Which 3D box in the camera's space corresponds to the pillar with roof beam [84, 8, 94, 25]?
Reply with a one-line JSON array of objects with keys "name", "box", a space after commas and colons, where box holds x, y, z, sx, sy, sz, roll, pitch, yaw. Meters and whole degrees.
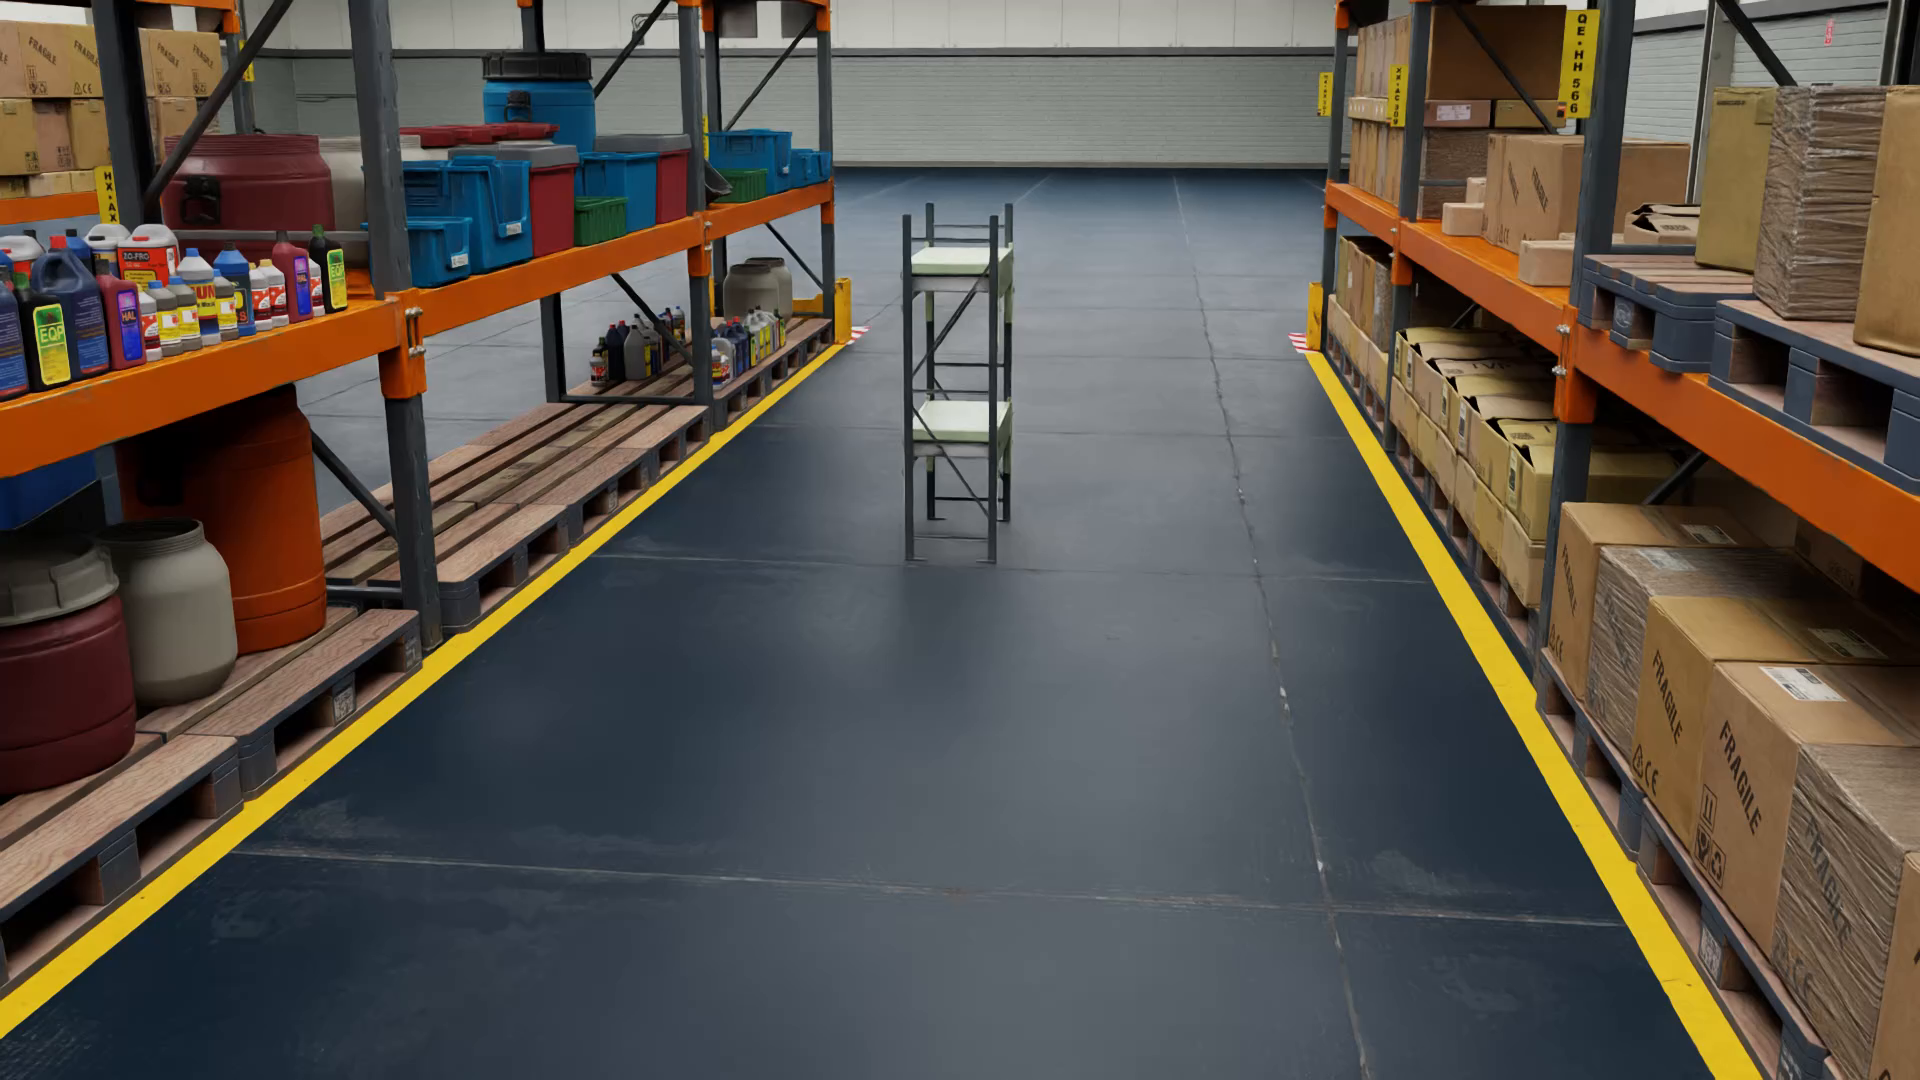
[{"name": "pillar with roof beam", "box": [-15.224, -12.557, 36.861, 9.100, 9.000, 0.400, 2, 15, 6]}]

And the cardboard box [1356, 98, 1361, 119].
[{"name": "cardboard box", "box": [3.071, -3.120, 12.020, 0.380, 0.149, 0.250, 2, 15, 6]}]

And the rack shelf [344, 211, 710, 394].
[{"name": "rack shelf", "box": [-2.212, -1.231, 7.845, 1.077, 0.370, 4.000, 2, 15, 6]}]

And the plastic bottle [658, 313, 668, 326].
[{"name": "plastic bottle", "box": [-2.099, -1.454, 11.675, 0.097, 0.271, 0.097, 0, 15, 0]}]

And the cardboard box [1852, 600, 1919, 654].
[{"name": "cardboard box", "box": [2.552, 0.466, 4.140, 0.500, 0.500, 0.500, 1, 15, 4]}]

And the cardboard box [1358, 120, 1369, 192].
[{"name": "cardboard box", "box": [3.266, -2.779, 11.999, 0.700, 0.500, 0.500, 2, 15, 8]}]

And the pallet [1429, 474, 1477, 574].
[{"name": "pallet", "box": [2.755, -0.094, 7.606, 1.003, 0.211, 1.213, 2, 15, 6]}]

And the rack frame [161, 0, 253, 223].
[{"name": "rack frame", "box": [-6.457, -3.280, 14.046, 1.000, 3.000, 0.127, 2, 15, 6]}]

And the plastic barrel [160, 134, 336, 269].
[{"name": "plastic barrel", "box": [-2.687, -1.254, 6.293, 0.600, 0.536, 0.708, 2, 15, 6]}]

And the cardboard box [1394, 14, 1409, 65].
[{"name": "cardboard box", "box": [3.091, -3.001, 10.335, 0.700, 0.500, 0.500, 2, 15, 6]}]

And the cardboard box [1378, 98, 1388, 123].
[{"name": "cardboard box", "box": [2.924, -2.786, 10.786, 0.380, 0.149, 0.250, 2, 15, 8]}]

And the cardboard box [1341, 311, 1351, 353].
[{"name": "cardboard box", "box": [2.995, -1.471, 11.818, 0.500, 0.250, 0.500, 2, 15, 6]}]

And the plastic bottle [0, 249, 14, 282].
[{"name": "plastic bottle", "box": [-2.840, -0.743, 4.911, 0.097, 0.271, 0.097, 0, 15, 0]}]

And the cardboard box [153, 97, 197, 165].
[{"name": "cardboard box", "box": [-6.483, -3.197, 12.977, 0.875, 0.500, 0.500, 2, 15, 6]}]

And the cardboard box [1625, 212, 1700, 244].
[{"name": "cardboard box", "box": [2.568, -0.962, 5.646, 0.500, 0.311, 0.500, 3, 15, 10]}]

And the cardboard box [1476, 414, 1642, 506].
[{"name": "cardboard box", "box": [2.350, -0.337, 6.549, 0.500, 0.311, 0.500, 1, 15, 5]}]

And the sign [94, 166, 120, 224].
[{"name": "sign", "box": [-2.985, -1.152, 5.865, 0.100, 0.325, 0.005, 2, 15, 6]}]

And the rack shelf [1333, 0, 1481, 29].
[{"name": "rack shelf", "box": [3.160, -3.569, 10.747, 1.077, 0.370, 4.000, 2, 15, 6]}]

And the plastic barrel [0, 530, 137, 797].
[{"name": "plastic barrel", "box": [-2.604, 0.322, 4.539, 0.600, 0.588, 0.708, 2, 15, 6]}]

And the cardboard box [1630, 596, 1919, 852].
[{"name": "cardboard box", "box": [2.033, 0.457, 4.170, 0.500, 0.500, 0.500, 1, 15, 6]}]

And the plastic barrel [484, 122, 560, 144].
[{"name": "plastic barrel", "box": [-2.312, -1.921, 8.758, 0.433, 0.535, 0.433, 0, 15, 0]}]

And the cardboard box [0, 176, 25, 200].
[{"name": "cardboard box", "box": [-6.524, -2.363, 11.137, 0.380, 0.149, 0.250, 2, 15, 6]}]

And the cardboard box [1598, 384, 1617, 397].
[{"name": "cardboard box", "box": [3.002, -0.588, 7.478, 0.500, 0.311, 0.500, 2, 15, 6]}]

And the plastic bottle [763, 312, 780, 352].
[{"name": "plastic bottle", "box": [-1.362, -1.478, 11.756, 0.152, 0.276, 0.135, 2, 15, 7]}]

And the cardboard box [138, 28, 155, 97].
[{"name": "cardboard box", "box": [-6.383, -3.545, 12.349, 0.500, 0.500, 0.500, 2, 15, 6]}]

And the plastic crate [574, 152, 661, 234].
[{"name": "plastic crate", "box": [-1.802, -1.794, 8.580, 0.392, 0.384, 0.575, 2, 15, 6]}]

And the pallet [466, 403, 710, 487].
[{"name": "pallet", "box": [-2.037, -0.546, 9.276, 1.003, 0.211, 1.213, 2, 15, 6]}]

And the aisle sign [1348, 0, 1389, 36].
[{"name": "aisle sign", "box": [3.089, -4.268, 12.720, 0.394, 0.787, 0.004, 2, 15, 6]}]

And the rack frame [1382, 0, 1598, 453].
[{"name": "rack frame", "box": [2.935, -1.950, 9.126, 1.000, 3.000, 0.127, 2, 15, 6]}]

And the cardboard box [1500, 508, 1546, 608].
[{"name": "cardboard box", "box": [2.300, 0.069, 6.125, 0.500, 0.250, 0.500, 2, 15, 8]}]

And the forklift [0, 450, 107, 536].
[{"name": "forklift", "box": [-5.321, -1.229, 6.592, 3.031, 2.935, 1.130, -2, 15, -7]}]

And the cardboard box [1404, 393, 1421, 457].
[{"name": "cardboard box", "box": [2.584, -0.595, 8.581, 0.500, 0.250, 0.500, 2, 15, 8]}]

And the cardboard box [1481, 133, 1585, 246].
[{"name": "cardboard box", "box": [2.772, -1.663, 7.873, 0.500, 0.500, 0.500, 3, 15, 10]}]

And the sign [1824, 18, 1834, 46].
[{"name": "sign", "box": [10.183, -5.949, 19.477, 0.001, 0.298, 0.199, 2, 15, 6]}]

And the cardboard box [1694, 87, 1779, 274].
[{"name": "cardboard box", "box": [2.524, -0.997, 4.606, 0.700, 0.500, 0.500, -3, 16, -13]}]

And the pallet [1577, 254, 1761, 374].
[{"name": "pallet", "box": [2.477, -0.642, 4.657, 1.213, 0.211, 1.003, 2, 15, 6]}]

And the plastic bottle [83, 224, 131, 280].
[{"name": "plastic bottle", "box": [-2.808, -0.897, 5.469, 0.152, 0.276, 0.135, 2, 15, 6]}]

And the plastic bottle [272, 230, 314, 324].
[{"name": "plastic bottle", "box": [-2.086, -0.826, 5.192, 0.061, 0.283, 0.133, 2, 15, 6]}]

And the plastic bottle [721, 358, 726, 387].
[{"name": "plastic bottle", "box": [-1.504, -1.054, 10.333, 0.097, 0.201, 0.097, 0, 15, 0]}]

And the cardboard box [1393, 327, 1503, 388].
[{"name": "cardboard box", "box": [2.641, -0.996, 8.988, 0.500, 0.311, 0.500, 2, 15, 6]}]

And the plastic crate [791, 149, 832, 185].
[{"name": "plastic crate", "box": [-1.294, -2.924, 13.013, 0.499, 0.251, 0.616, 2, 15, 6]}]

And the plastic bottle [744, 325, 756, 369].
[{"name": "plastic bottle", "box": [-1.402, -1.286, 11.031, 0.061, 0.283, 0.133, 2, 15, 9]}]

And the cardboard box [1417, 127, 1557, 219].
[{"name": "cardboard box", "box": [2.979, -2.113, 9.540, 0.700, 0.500, 0.500, 1, 15, 5]}]

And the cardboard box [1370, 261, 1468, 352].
[{"name": "cardboard box", "box": [2.838, -1.443, 10.280, 0.500, 0.500, 0.500, 2, 15, 6]}]

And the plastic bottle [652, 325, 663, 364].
[{"name": "plastic bottle", "box": [-2.037, -1.311, 11.123, 0.061, 0.283, 0.133, 2, 15, 6]}]

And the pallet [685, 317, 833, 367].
[{"name": "pallet", "box": [-1.594, -1.556, 13.014, 1.003, 0.211, 1.213, 2, 15, 6]}]

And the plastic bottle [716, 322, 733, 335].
[{"name": "plastic bottle", "box": [-1.564, -1.348, 11.278, 0.152, 0.276, 0.135, 2, 15, 6]}]

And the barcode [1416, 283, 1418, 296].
[{"name": "barcode", "box": [2.492, -1.365, 9.071, 0.001, 0.075, 0.075, 2, 15, 6]}]

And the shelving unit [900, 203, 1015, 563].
[{"name": "shelving unit", "box": [0.001, -0.726, 7.473, 0.431, 1.500, 0.755, 2, 15, 6]}]

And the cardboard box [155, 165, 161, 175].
[{"name": "cardboard box", "box": [-6.402, -2.820, 12.824, 0.380, 0.149, 0.250, 2, 15, 6]}]

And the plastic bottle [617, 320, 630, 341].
[{"name": "plastic bottle", "box": [-2.179, -1.256, 10.791, 0.144, 0.351, 0.185, 1, 15, 3]}]
